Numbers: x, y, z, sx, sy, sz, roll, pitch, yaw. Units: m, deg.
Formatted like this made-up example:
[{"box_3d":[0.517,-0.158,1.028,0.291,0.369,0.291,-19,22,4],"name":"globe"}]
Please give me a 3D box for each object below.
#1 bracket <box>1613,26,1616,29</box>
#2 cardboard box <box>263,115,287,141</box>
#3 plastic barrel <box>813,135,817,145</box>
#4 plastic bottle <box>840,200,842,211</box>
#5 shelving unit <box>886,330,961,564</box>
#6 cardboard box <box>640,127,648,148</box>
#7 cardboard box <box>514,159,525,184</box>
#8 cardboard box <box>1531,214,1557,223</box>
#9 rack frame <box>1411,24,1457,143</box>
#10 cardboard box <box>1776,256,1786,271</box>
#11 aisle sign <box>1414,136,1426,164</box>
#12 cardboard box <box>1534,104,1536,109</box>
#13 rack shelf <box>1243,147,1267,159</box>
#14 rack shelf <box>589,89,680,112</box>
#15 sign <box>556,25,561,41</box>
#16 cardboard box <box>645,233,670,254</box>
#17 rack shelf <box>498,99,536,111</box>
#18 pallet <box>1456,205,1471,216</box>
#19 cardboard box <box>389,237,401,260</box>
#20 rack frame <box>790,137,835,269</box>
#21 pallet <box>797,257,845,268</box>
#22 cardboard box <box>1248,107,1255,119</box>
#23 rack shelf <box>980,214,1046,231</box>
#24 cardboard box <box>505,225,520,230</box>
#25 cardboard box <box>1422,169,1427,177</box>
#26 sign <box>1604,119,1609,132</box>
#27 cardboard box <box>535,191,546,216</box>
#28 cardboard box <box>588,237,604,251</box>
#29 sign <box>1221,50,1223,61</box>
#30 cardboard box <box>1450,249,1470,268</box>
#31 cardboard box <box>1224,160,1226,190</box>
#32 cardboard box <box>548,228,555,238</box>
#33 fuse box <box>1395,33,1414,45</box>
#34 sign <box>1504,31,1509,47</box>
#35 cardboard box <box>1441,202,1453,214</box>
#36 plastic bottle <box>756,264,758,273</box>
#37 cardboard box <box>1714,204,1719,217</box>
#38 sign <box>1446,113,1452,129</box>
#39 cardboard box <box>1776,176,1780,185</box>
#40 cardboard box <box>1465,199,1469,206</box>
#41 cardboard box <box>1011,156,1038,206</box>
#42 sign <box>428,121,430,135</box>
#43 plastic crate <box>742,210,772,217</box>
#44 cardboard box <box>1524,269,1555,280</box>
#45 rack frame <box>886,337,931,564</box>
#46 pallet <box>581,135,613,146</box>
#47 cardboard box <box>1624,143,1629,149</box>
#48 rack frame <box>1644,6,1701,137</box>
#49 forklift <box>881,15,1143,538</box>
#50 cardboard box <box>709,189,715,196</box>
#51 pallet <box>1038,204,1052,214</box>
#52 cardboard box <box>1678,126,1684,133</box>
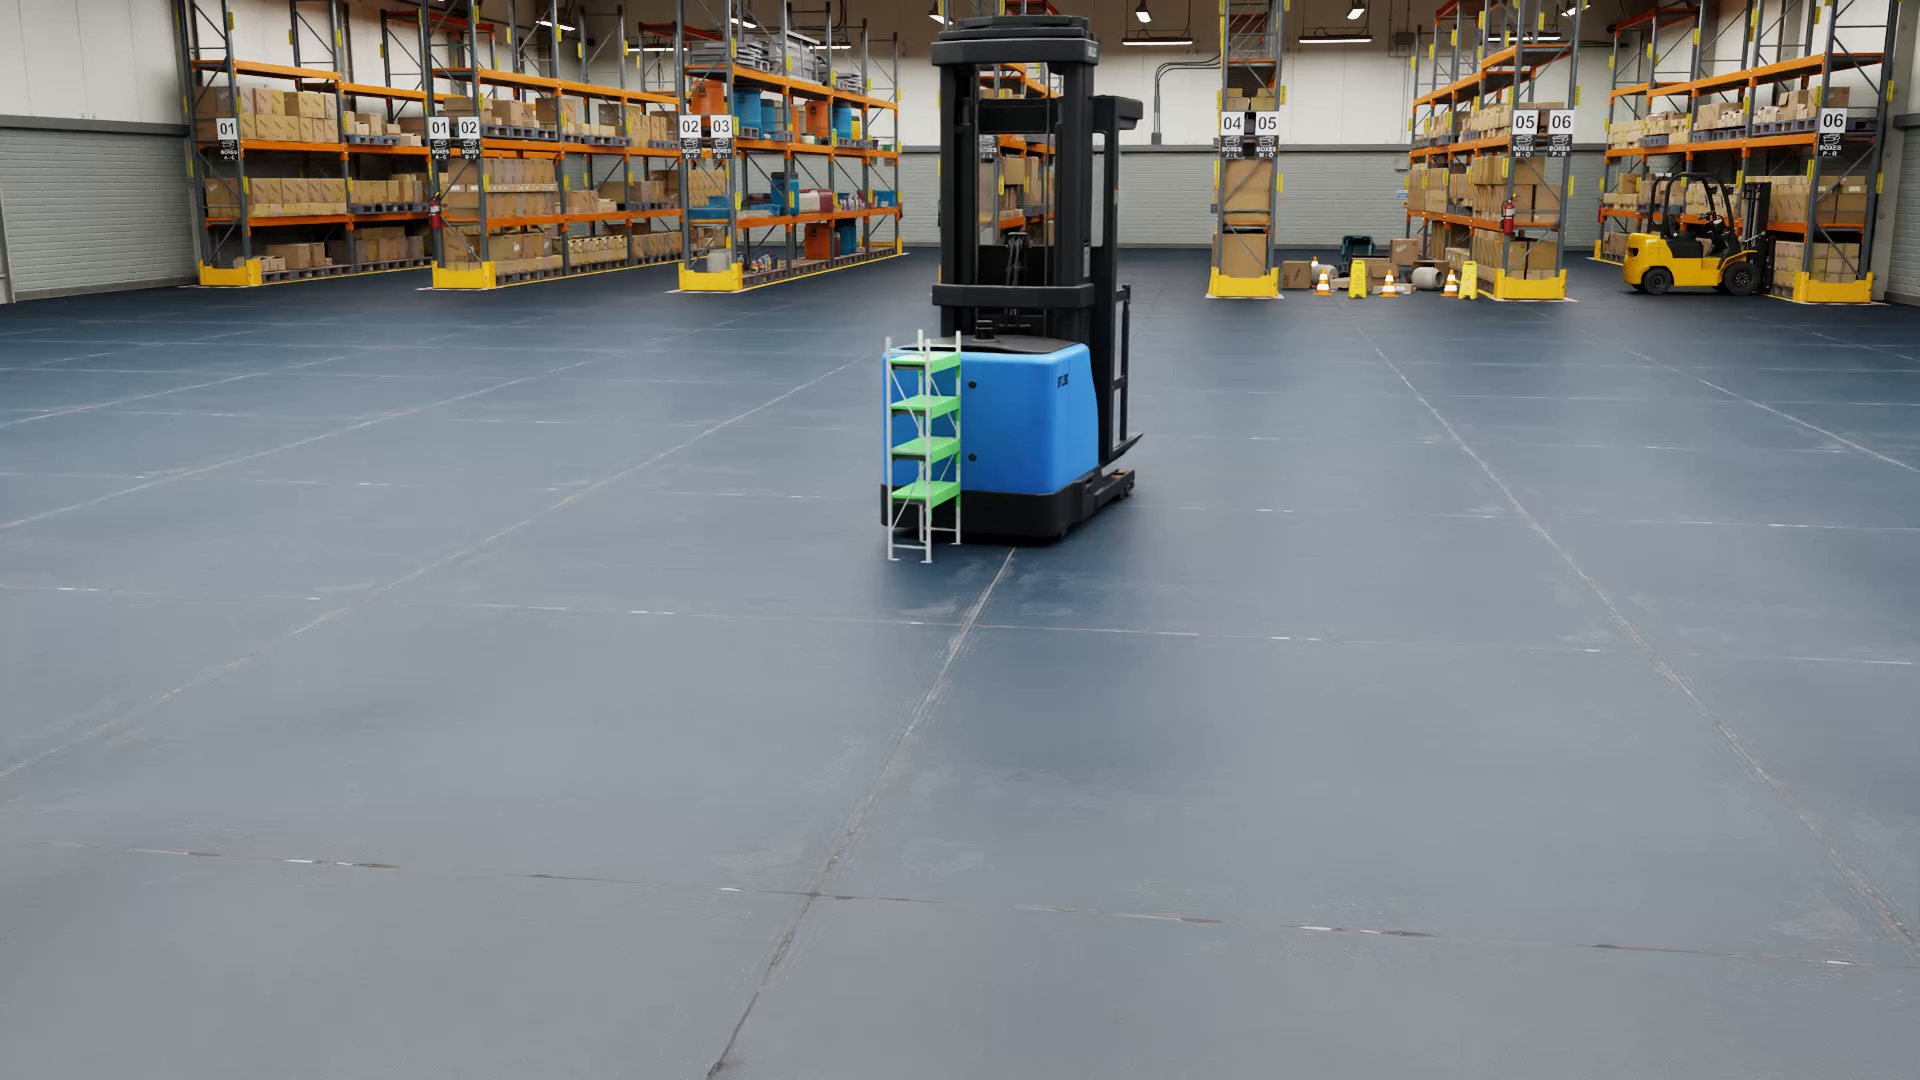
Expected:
[{"box_3d":[18.815,-14.789,48.212,0.076,0.066,5.218,2,12,9],"name":"bracket"},{"box_3d":[-13.982,-8.322,33.585,0.500,0.500,0.500,2,12,11],"name":"cardboard box"},{"box_3d":[-3.442,-9.199,38.305,0.294,0.245,0.294,0,12,0],"name":"plastic barrel"},{"box_3d":[-2.896,-8.073,40.140,0.097,0.271,0.097,0,12,0],"name":"plastic bottle"},{"box_3d":[-0.193,-0.517,9.044,0.258,1.200,0.503,4,13,19],"name":"shelving unit"},{"box_3d":[-8.156,-9.844,40.694,0.910,0.500,0.500,2,12,9],"name":"cardboard box"},{"box_3d":[-9.257,-7.467,33.705,0.700,0.500,0.500,2,12,9],"name":"cardboard box"},{"box_3d":[10.258,-5.656,29.212,0.380,0.149,0.250,2,12,9],"name":"cardboard box"},{"box_3d":[12.462,-11.978,43.712,1.000,3.000,0.127,2,12,9],"name":"rack frame"},{"box_3d":[14.760,-4.875,29.339,0.500,0.250,0.500,2,12,8],"name":"cardboard box"},{"box_3d":[12.187,-10.340,44.183,0.394,0.787,0.004,2,12,9],"name":"aisle sign"},{"box_3d":[10.436,-7.723,29.791,0.380,0.149,0.250,2,12,8],"name":"cardboard box"},{"box_3d":[6.018,-8.217,35.091,1.077,0.370,4.000,2,12,9],"name":"rack shelf"},{"box_3d":[-8.041,-10.824,41.017,1.077,0.370,4.000,2,12,9],"name":"rack shelf"},{"box_3d":[-8.419,-10.634,34.881,0.100,0.325,0.005,2,12,9],"name":"sign"},{"box_3d":[-7.688,-7.529,42.200,0.500,0.500,0.500,2,12,9],"name":"cardboard box"},{"box_3d":[-12.321,-11.817,45.622,1.077,0.370,4.000,2,12,9],"name":"rack shelf"},{"box_3d":[10.968,-6.873,34.718,1.003,0.211,1.213,2,12,9],"name":"pallet"},{"box_3d":[-13.545,-6.816,38.890,0.700,0.500,0.500,2,12,8],"name":"cardboard box"},{"box_3d":[-3.454,-7.861,38.851,1.000,3.000,0.127,2,12,9],"name":"rack frame"},{"box_3d":[-3.374,-6.664,39.913,1.003,0.211,1.213,2,12,9],"name":"pallet"},{"box_3d":[5.888,-8.368,32.499,0.500,0.250,0.500,2,12,8],"name":"cardboard box"},{"box_3d":[1.132,-6.933,36.250,1.077,0.370,4.000,2,12,9],"name":"rack shelf"},{"box_3d":[-12.179,-8.533,45.365,0.380,0.149,0.250,2,12,11],"name":"cardboard box"},{"box_3d":[11.647,-8.857,40.862,0.500,0.500,0.500,2,12,8],"name":"cardboard box"},{"box_3d":[16.831,-10.796,43.275,0.100,0.325,0.005,2,12,9],"name":"sign"},{"box_3d":[-9.100,-7.036,34.785,0.700,0.500,0.500,2,12,8],"name":"cardboard box"},{"box_3d":[-8.418,-6.723,37.769,0.500,0.311,0.500,2,12,10],"name":"cardboard box"},{"box_3d":[6.407,-11.801,40.487,0.100,0.325,0.005,2,12,9],"name":"sign"},{"box_3d":[11.030,-6.029,35.591,0.950,0.372,0.625,2,12,8],"name":"cardboard box"},{"box_3d":[5.184,-6.648,30.304,0.875,0.550,0.550,2,12,9],"name":"cardboard box"},{"box_3d":[-12.022,-8.682,47.596,0.700,0.500,0.500,2,12,9],"name":"cardboard box"},{"box_3d":[13.052,-14.719,48.837,0.513,0.334,0.176,2,12,9],"name":"fuse box"},{"box_3d":[11.769,-10.792,35.806,0.100,0.325,0.005,2,12,9],"name":"sign"},{"box_3d":[11.053,-7.420,37.160,0.500,0.250,0.500,1,12,7],"name":"cardboard box"},{"box_3d":[-4.082,-5.432,33.176,0.097,0.201,0.097,0,12,0],"name":"plastic bottle"},{"box_3d":[15.519,-6.634,33.513,0.500,0.250,0.500,2,12,9],"name":"cardboard box"},{"box_3d":[10.685,-9.157,36.329,0.100,0.325,0.005,2,12,9],"name":"sign"},{"box_3d":[15.039,-6.518,30.137,0.380,0.149,0.250,2,12,9],"name":"cardboard box"},{"box_3d":[10.485,-6.855,33.780,0.380,0.149,0.250,2,12,8],"name":"cardboard box"},{"box_3d":[1.085,-7.528,34.882,1.000,1.000,1.000,2,12,9],"name":"cardboard box"},{"box_3d":[-12.708,-9.883,39.886,0.100,0.325,0.005,2,12,9],"name":"sign"},{"box_3d":[-4.069,-6.553,33.409,0.530,0.136,0.437,2,12,9],"name":"plastic crate"},{"box_3d":[10.399,-4.734,29.872,0.500,0.250,0.500,2,12,8],"name":"cardboard box"},{"box_3d":[-0.272,-0.468,8.819,0.240,1.200,0.015,4,13,19],"name":"rack frame"},{"box_3d":[-8.533,-9.020,37.554,1.003,0.211,1.213,2,12,11],"name":"pallet"},{"box_3d":[16.723,-9.802,41.331,0.380,0.149,0.250,2,12,10],"name":"cardboard box"},{"box_3d":[16.752,-10.985,39.105,1.000,3.000,0.127,2,12,9],"name":"rack frame"},{"box_3d":[0.505,-1.709,10.467,1.130,2.935,3.031,4,13,19],"name":"forklift"},{"box_3d":[-7.076,-9.423,45.860,0.500,0.500,0.500,2,12,9],"name":"cardboard box"},{"box_3d":[1.435,-7.455,37.422,1.213,0.211,1.003,2,12,9],"name":"pallet"},{"box_3d":[16.074,-9.050,36.654,0.380,0.149,0.250,2,12,9],"name":"cardboard box"}]
